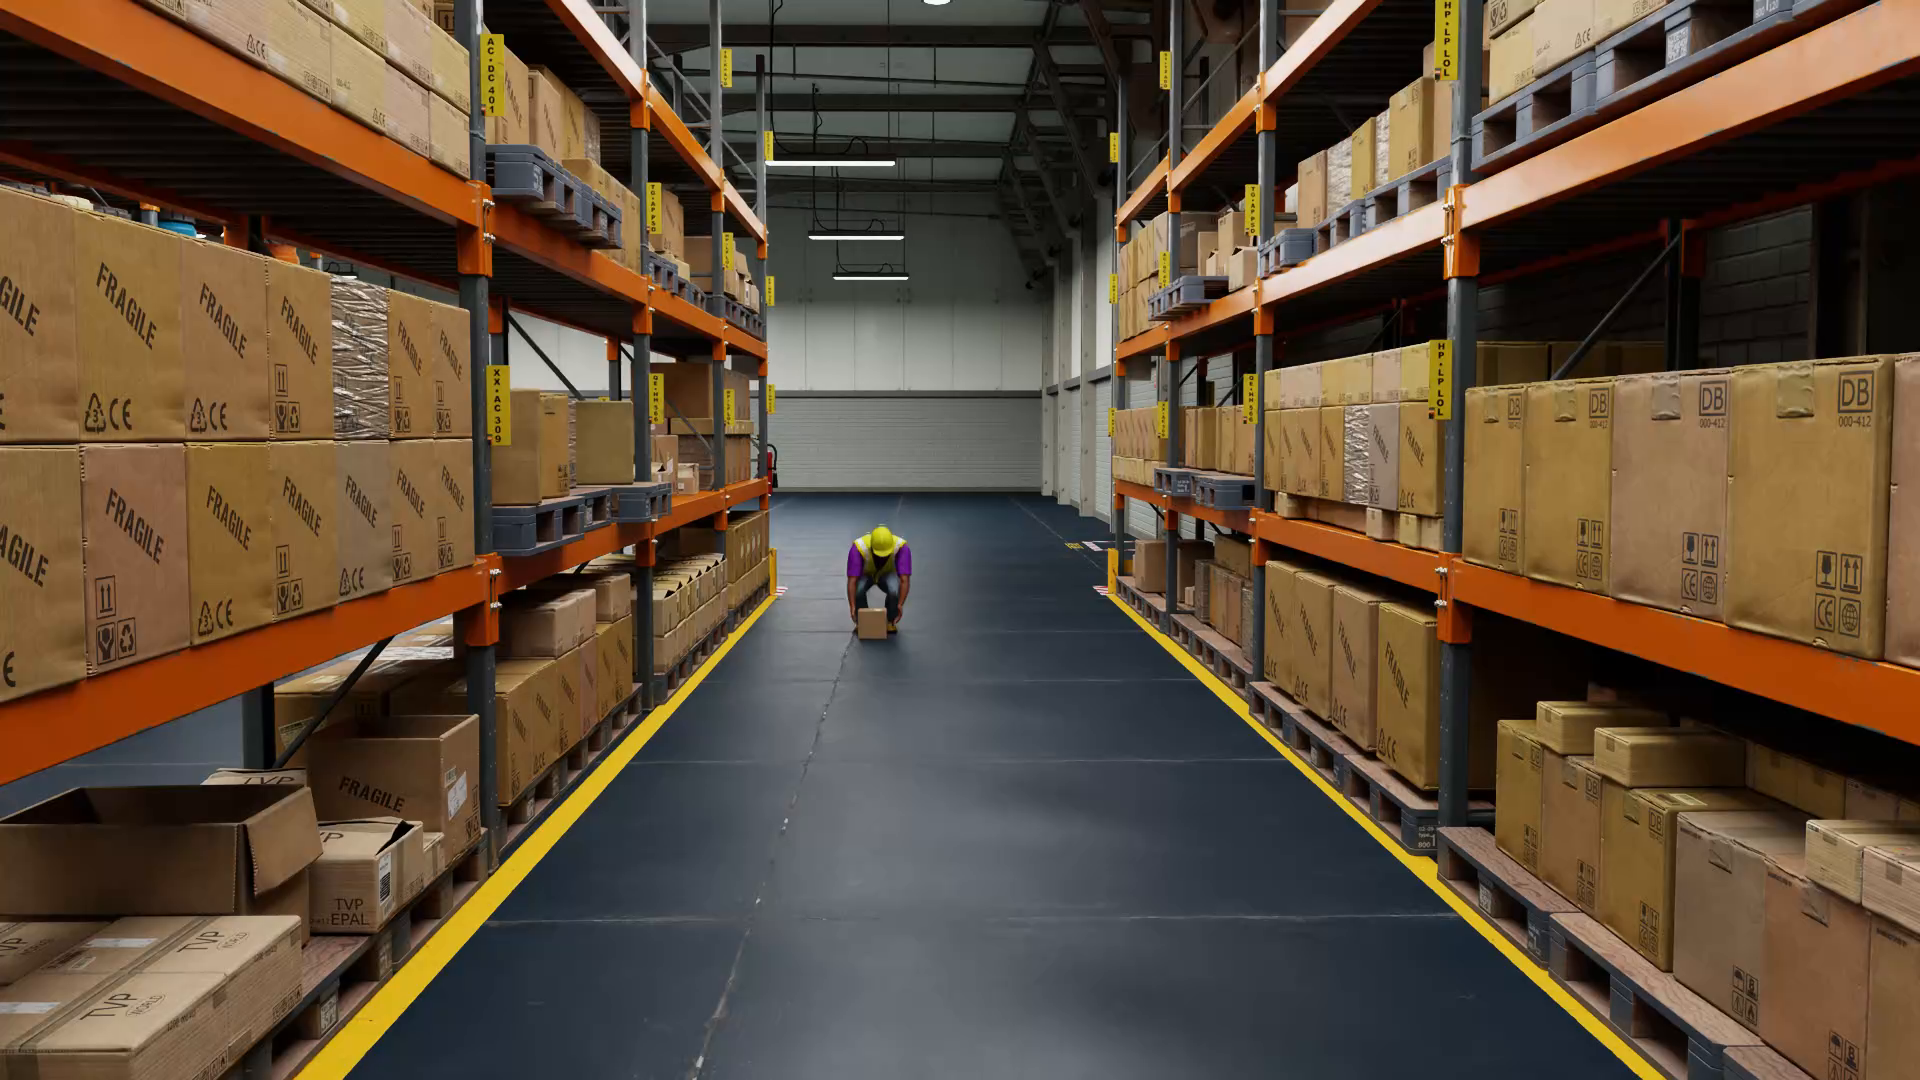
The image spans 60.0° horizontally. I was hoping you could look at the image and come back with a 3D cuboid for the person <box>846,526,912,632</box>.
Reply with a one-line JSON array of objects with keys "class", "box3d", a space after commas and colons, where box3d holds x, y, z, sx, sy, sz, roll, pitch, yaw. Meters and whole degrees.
[{"class": "person", "box3d": [-0.731, 0.353, 15.110, 0.585, 0.995, 0.890, 0, 4, -2]}]
